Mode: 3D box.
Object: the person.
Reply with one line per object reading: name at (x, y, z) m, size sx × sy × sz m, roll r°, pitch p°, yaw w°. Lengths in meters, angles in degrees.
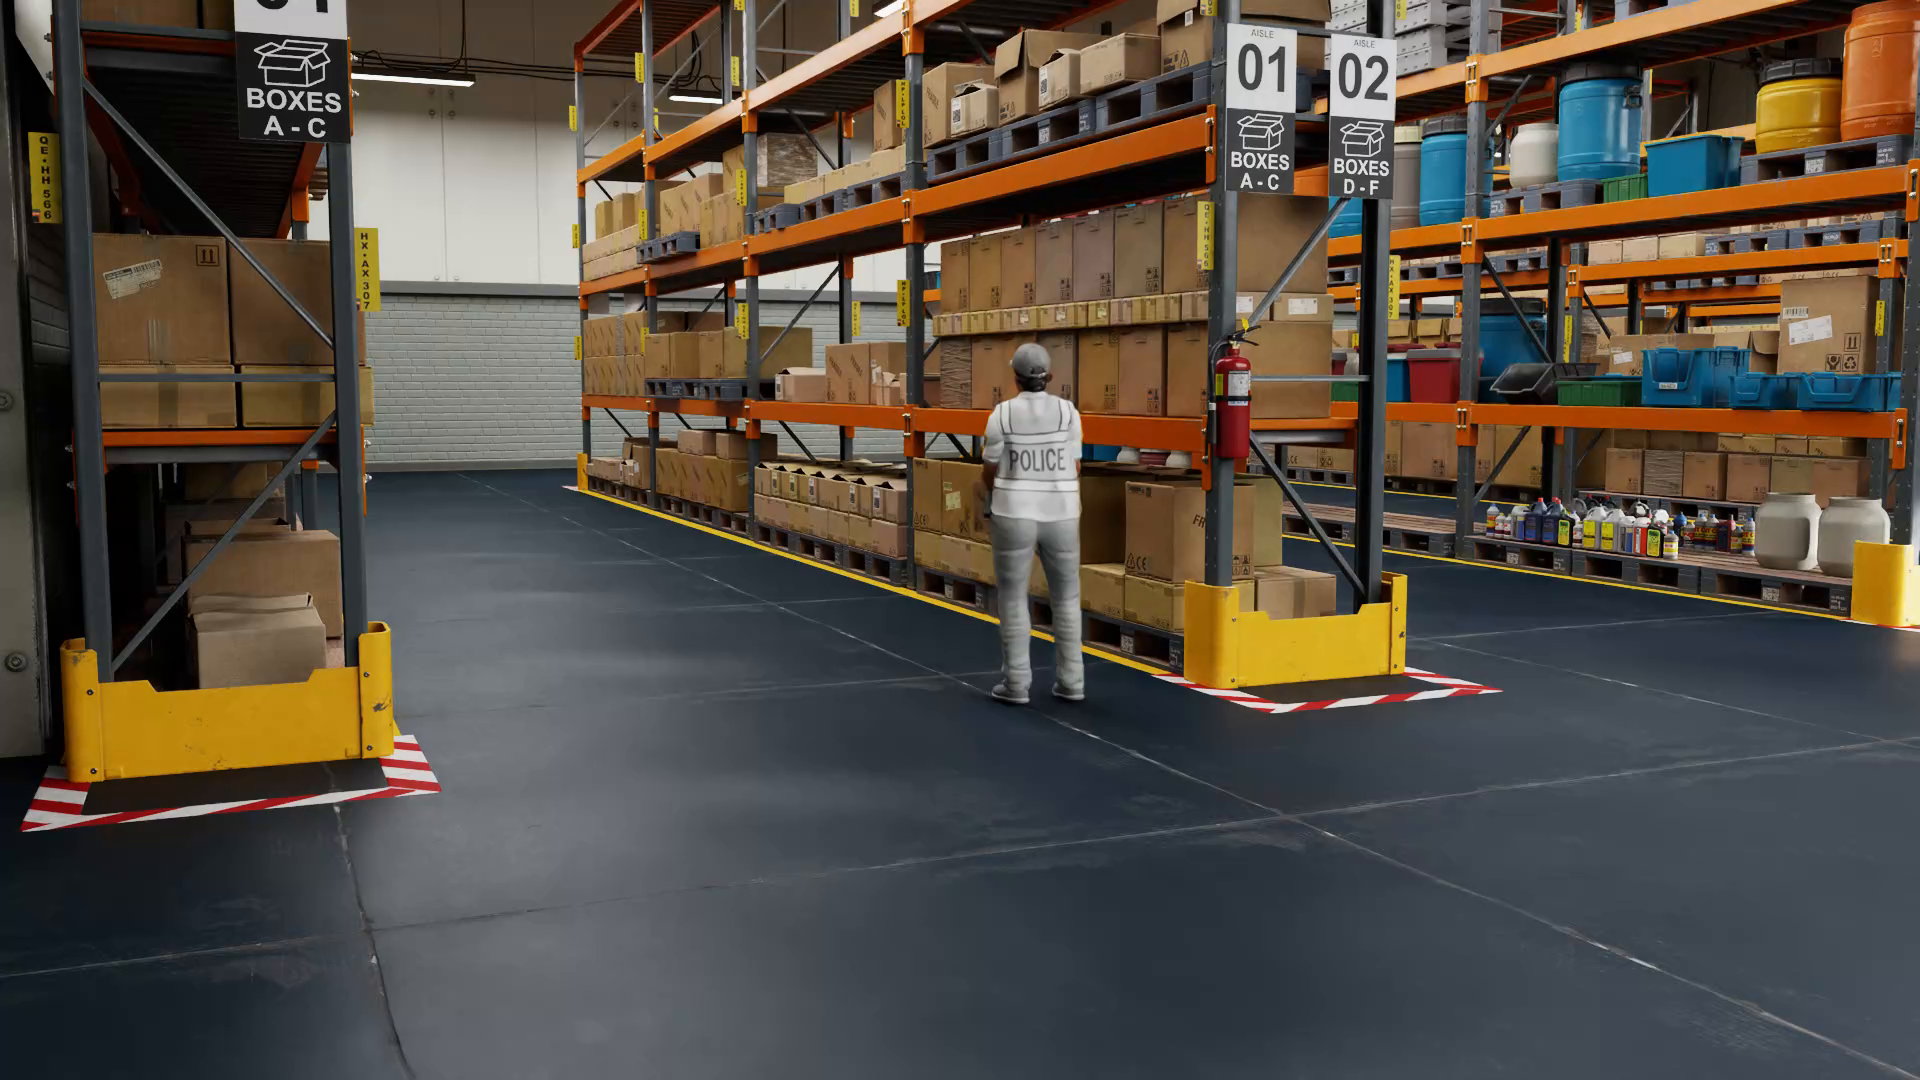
person at (0.340, -0.075, 7.746) m, size 0.484 × 1.670 × 0.497 m, roll 0°, pitch 6°, yaw -4°
